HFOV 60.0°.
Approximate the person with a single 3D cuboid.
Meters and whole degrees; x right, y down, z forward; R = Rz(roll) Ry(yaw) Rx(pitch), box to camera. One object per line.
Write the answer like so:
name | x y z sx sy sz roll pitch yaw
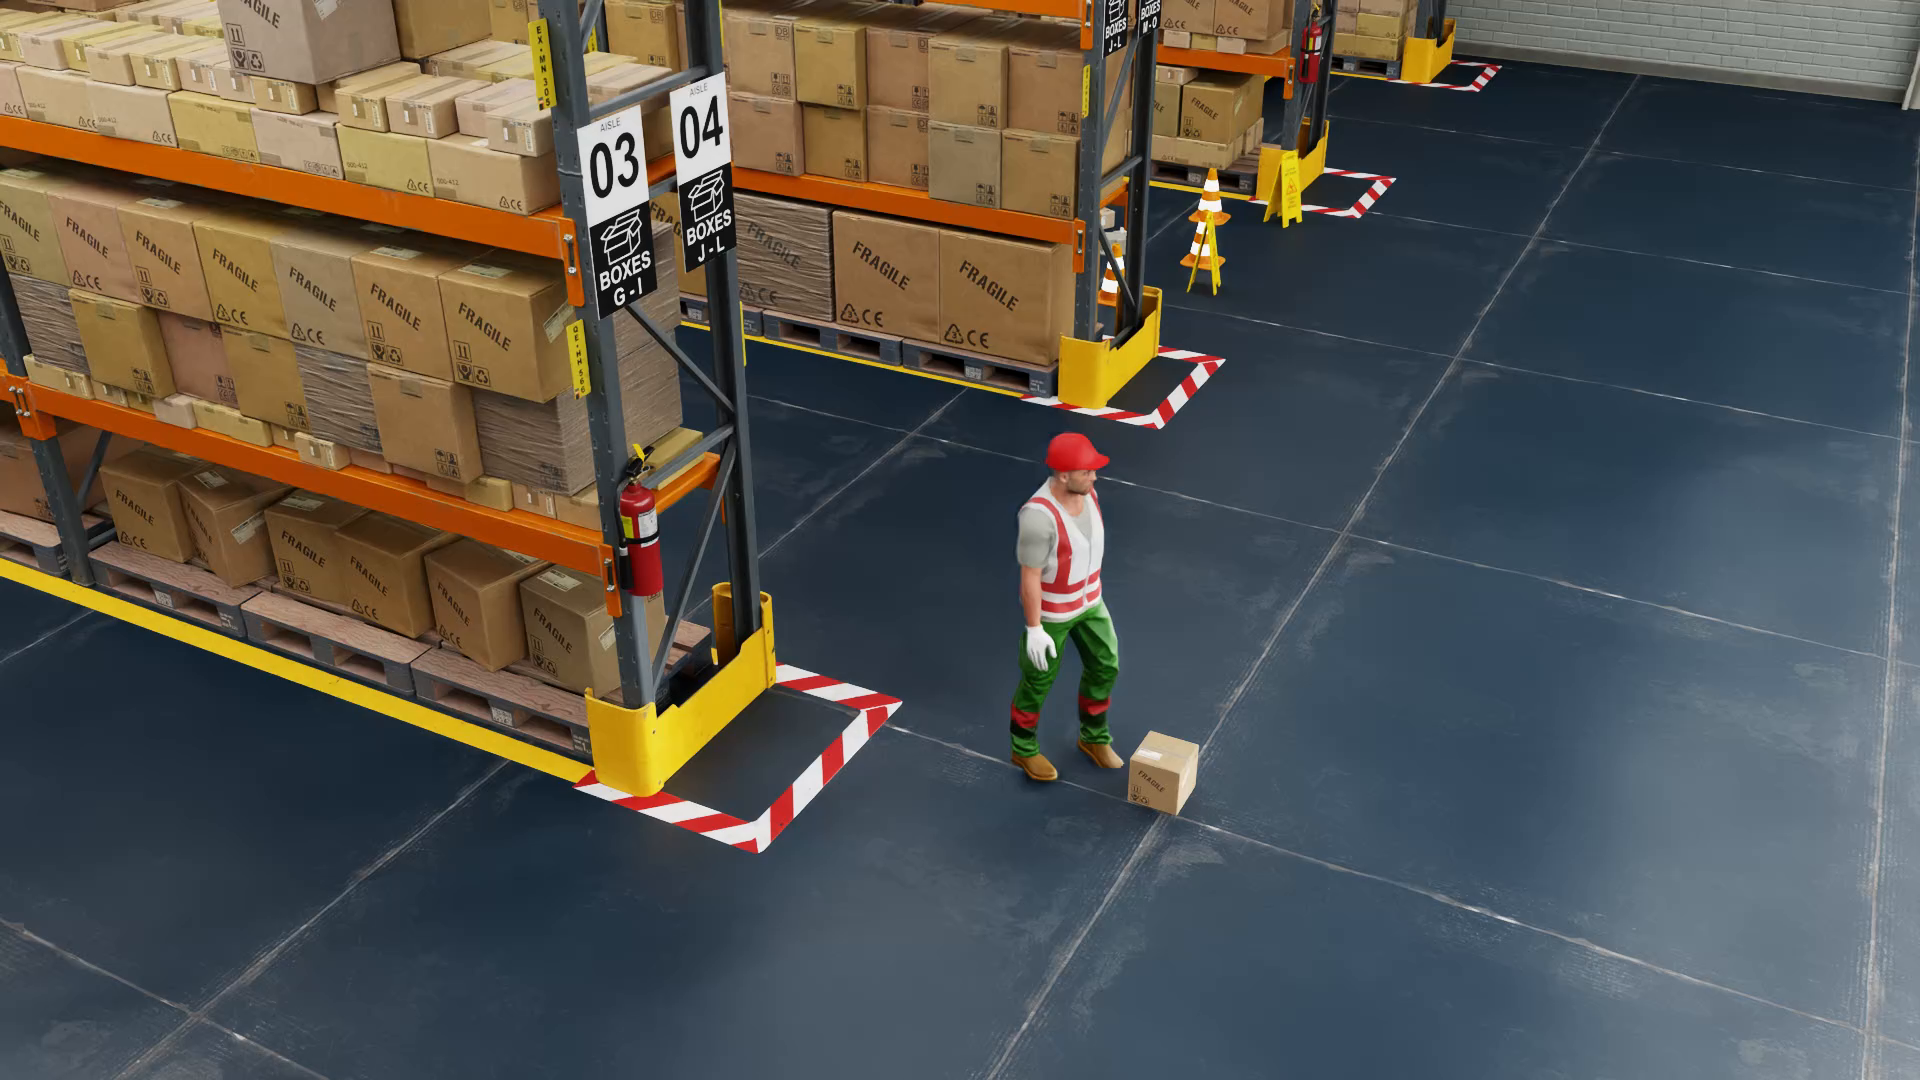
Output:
person | 0.497 0.357 7.690 0.634 1.852 0.474 -26 39 -38
